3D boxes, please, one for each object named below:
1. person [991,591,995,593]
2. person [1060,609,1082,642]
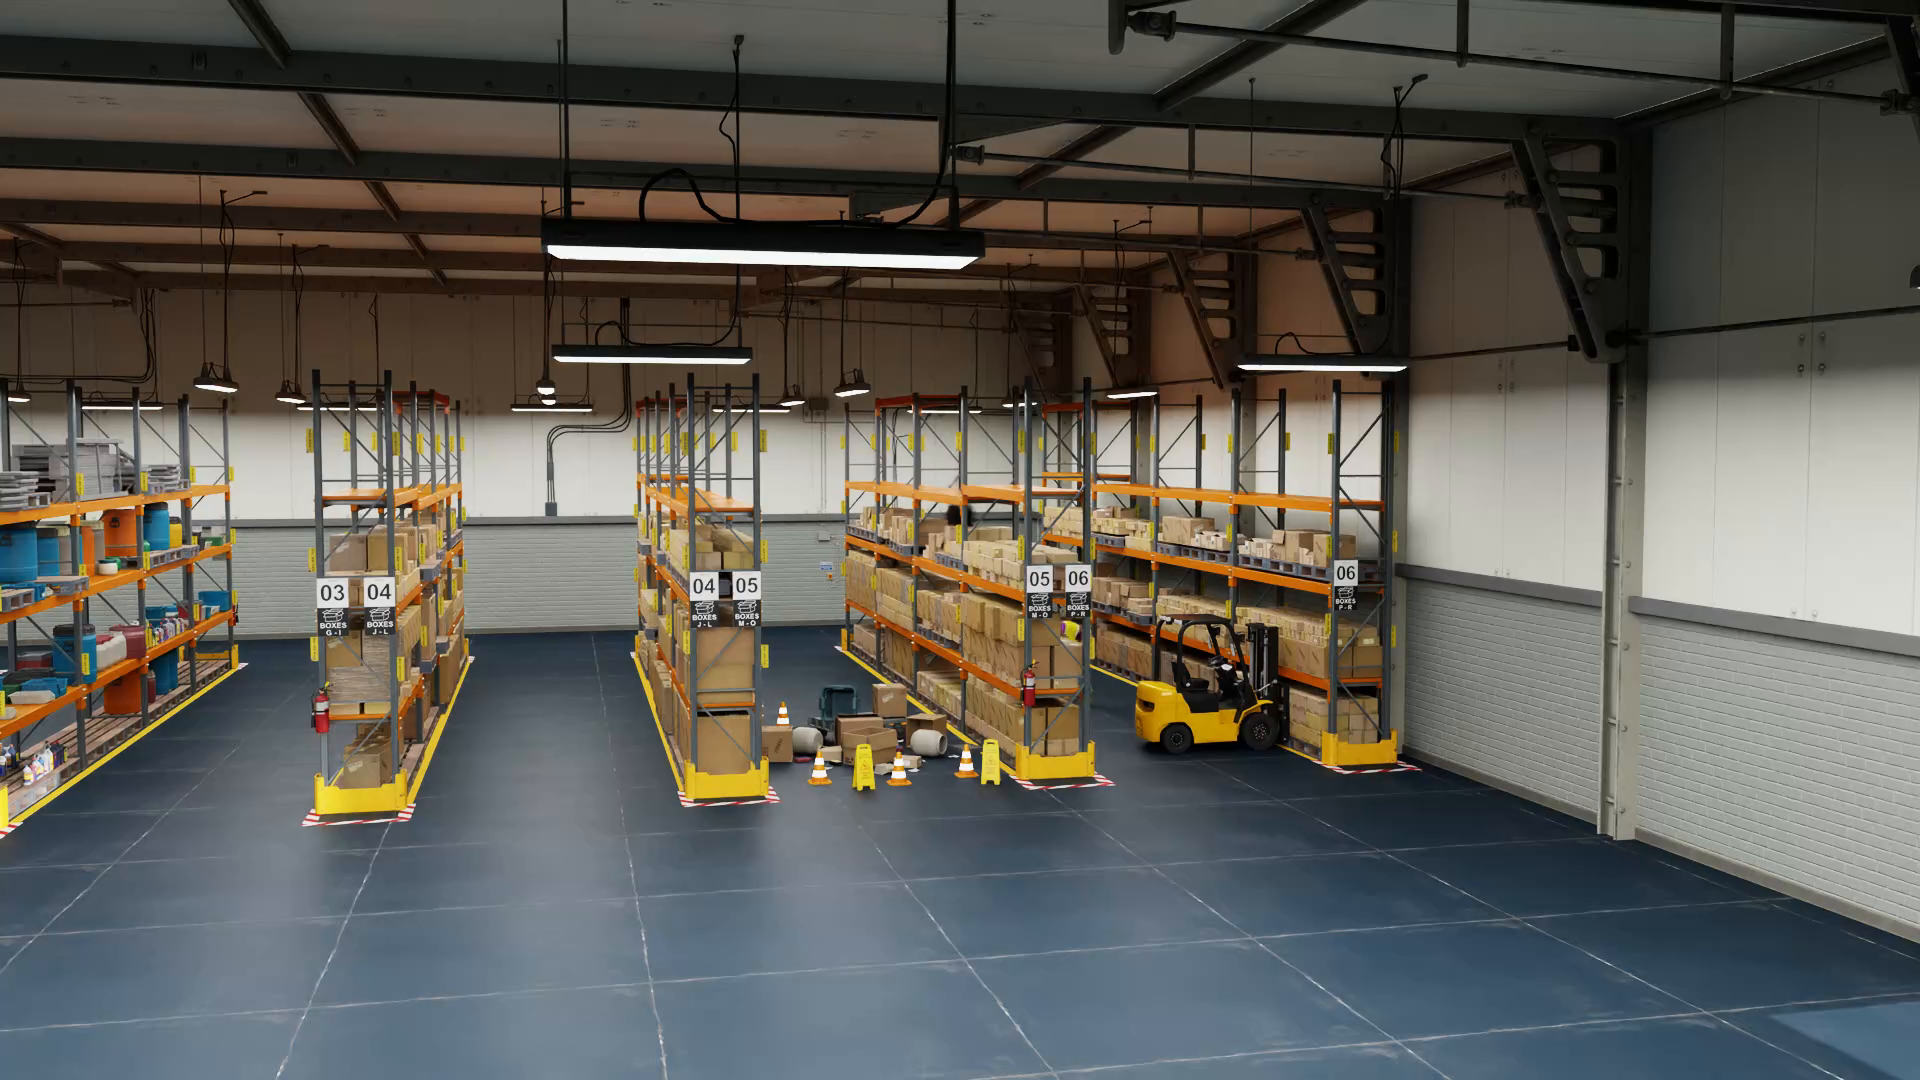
[{"bbox_3d":[0.866,1.952,39.135,0.509,1.607,0.677,3,4,37],"label":"person"},{"bbox_3d":[2.135,2.230,32.968,0.712,1.756,0.924,-2,4,-29],"label":"person"}]
